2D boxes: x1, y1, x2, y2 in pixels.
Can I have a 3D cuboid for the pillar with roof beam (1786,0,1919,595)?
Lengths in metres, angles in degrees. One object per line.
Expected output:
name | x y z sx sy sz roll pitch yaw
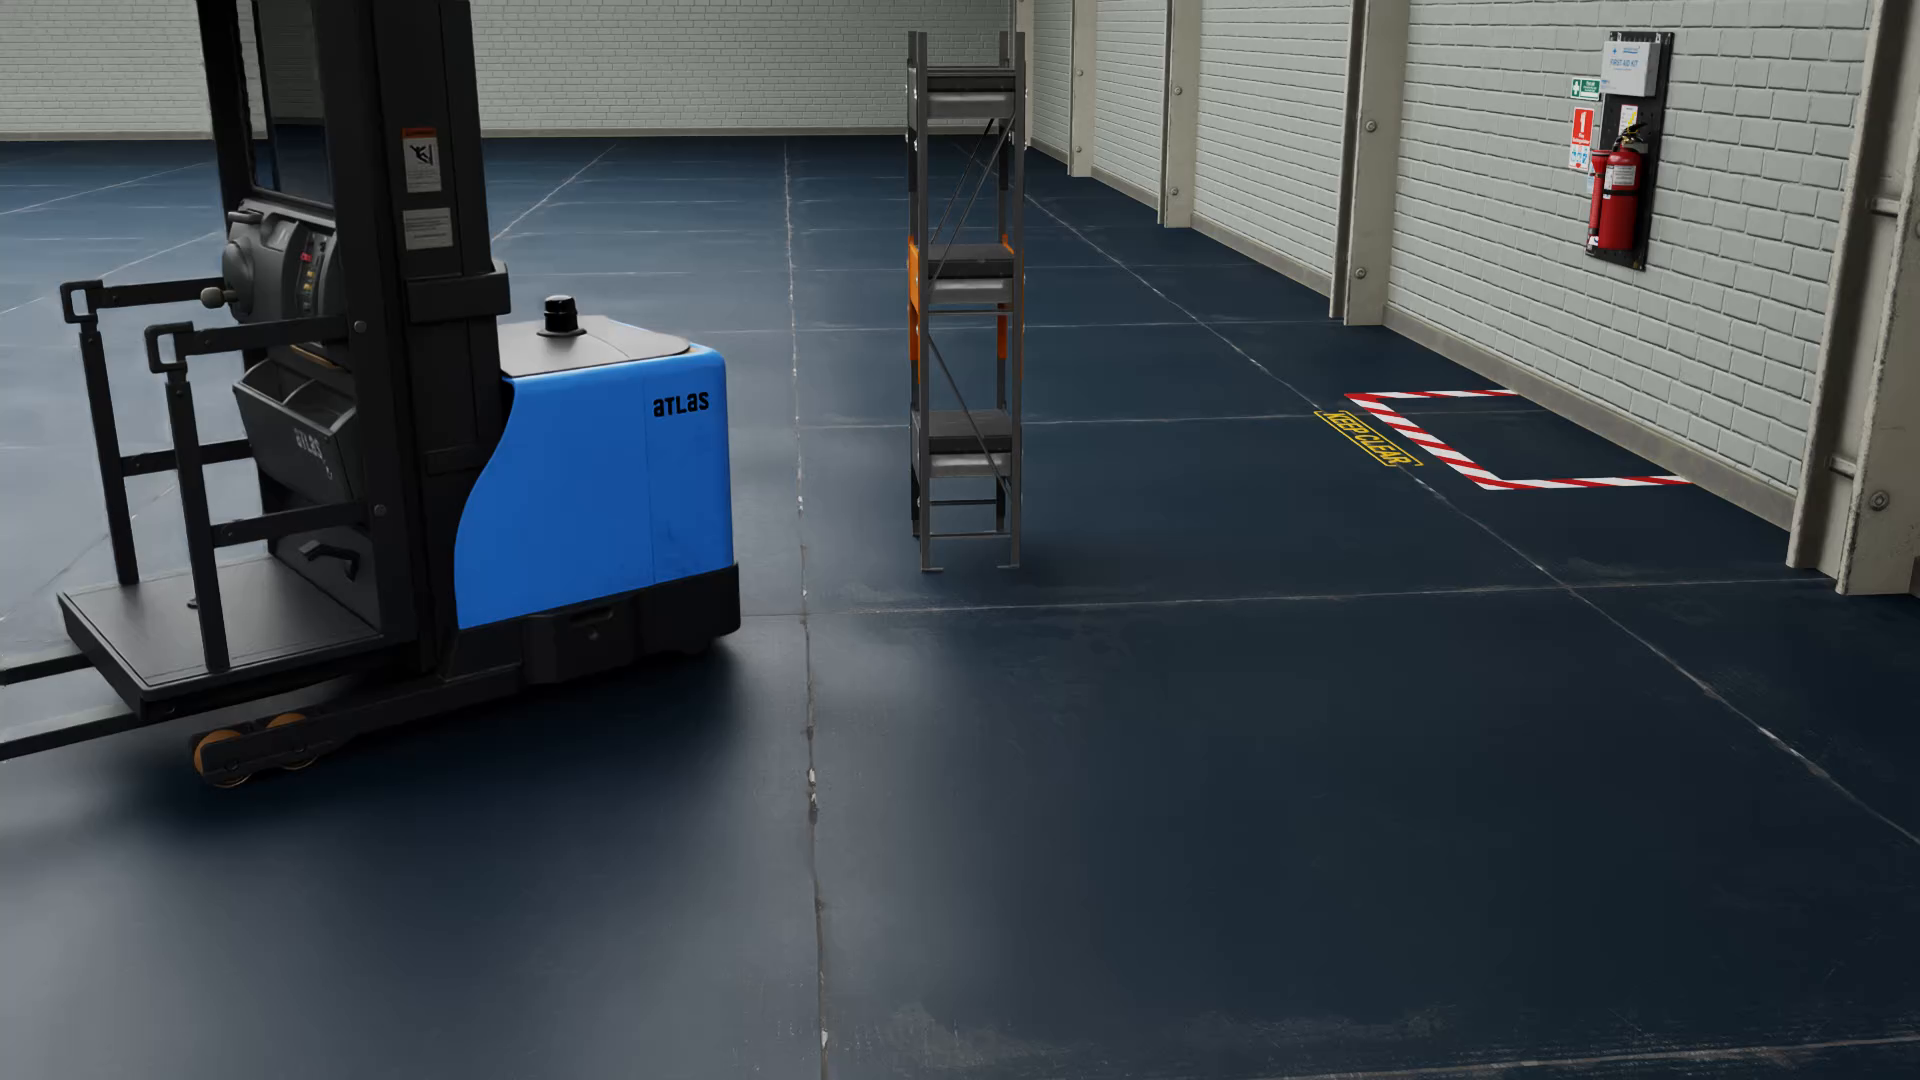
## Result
pillar with roof beam | -0.702 -4.009 4.922 9.100 9.000 0.400 -2 18 -6

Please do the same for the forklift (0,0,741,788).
forklift | -2.248 -0.851 4.994 3.031 2.935 1.130 -14 22 -37

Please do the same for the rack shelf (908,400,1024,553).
rack shelf | 0.017 -0.272 6.919 0.431 0.518 0.480 -2 18 -6

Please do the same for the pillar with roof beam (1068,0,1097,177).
pillar with roof beam | -2.559 -9.372 22.004 9.100 9.000 0.400 -2 18 -6

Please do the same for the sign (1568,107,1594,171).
sign | 3.408 -2.202 9.123 0.001 0.329 0.234 -2 18 -6

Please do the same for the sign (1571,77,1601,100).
sign | 3.400 -2.453 9.038 0.001 0.109 0.331 -2 18 -6

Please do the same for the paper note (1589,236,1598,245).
paper note | 3.413 -1.651 8.900 0.016 0.148 0.142 -2 18 -6

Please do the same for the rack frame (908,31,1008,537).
rack frame | -0.008 -1.025 6.937 0.400 2.100 0.015 -2 18 -6

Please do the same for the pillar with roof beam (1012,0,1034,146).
pillar with roof beam | -3.178 -11.159 27.698 9.100 9.000 0.400 -2 18 -6

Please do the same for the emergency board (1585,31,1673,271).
emergency board | 3.363 -2.017 8.594 0.194 1.169 0.643 -2 18 -6

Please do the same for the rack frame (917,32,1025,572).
rack frame | 0.042 -0.880 6.474 0.400 2.100 0.015 -2 18 -6

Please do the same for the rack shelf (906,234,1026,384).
rack shelf | 0.017 -0.939 6.710 0.431 0.518 0.480 -2 18 -6

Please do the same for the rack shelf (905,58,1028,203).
rack shelf | 0.017 -1.607 6.500 0.431 0.518 0.480 -2 18 -6

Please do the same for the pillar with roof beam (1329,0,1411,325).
pillar with roof beam | -1.321 -5.796 10.616 9.100 9.000 0.400 -2 18 -6

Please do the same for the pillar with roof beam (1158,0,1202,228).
pillar with roof beam | -1.940 -7.584 16.310 9.100 9.000 0.400 -2 18 -6

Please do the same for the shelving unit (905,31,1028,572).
shelving unit | 0.017 -0.952 6.705 0.431 2.100 0.503 -2 18 -6
